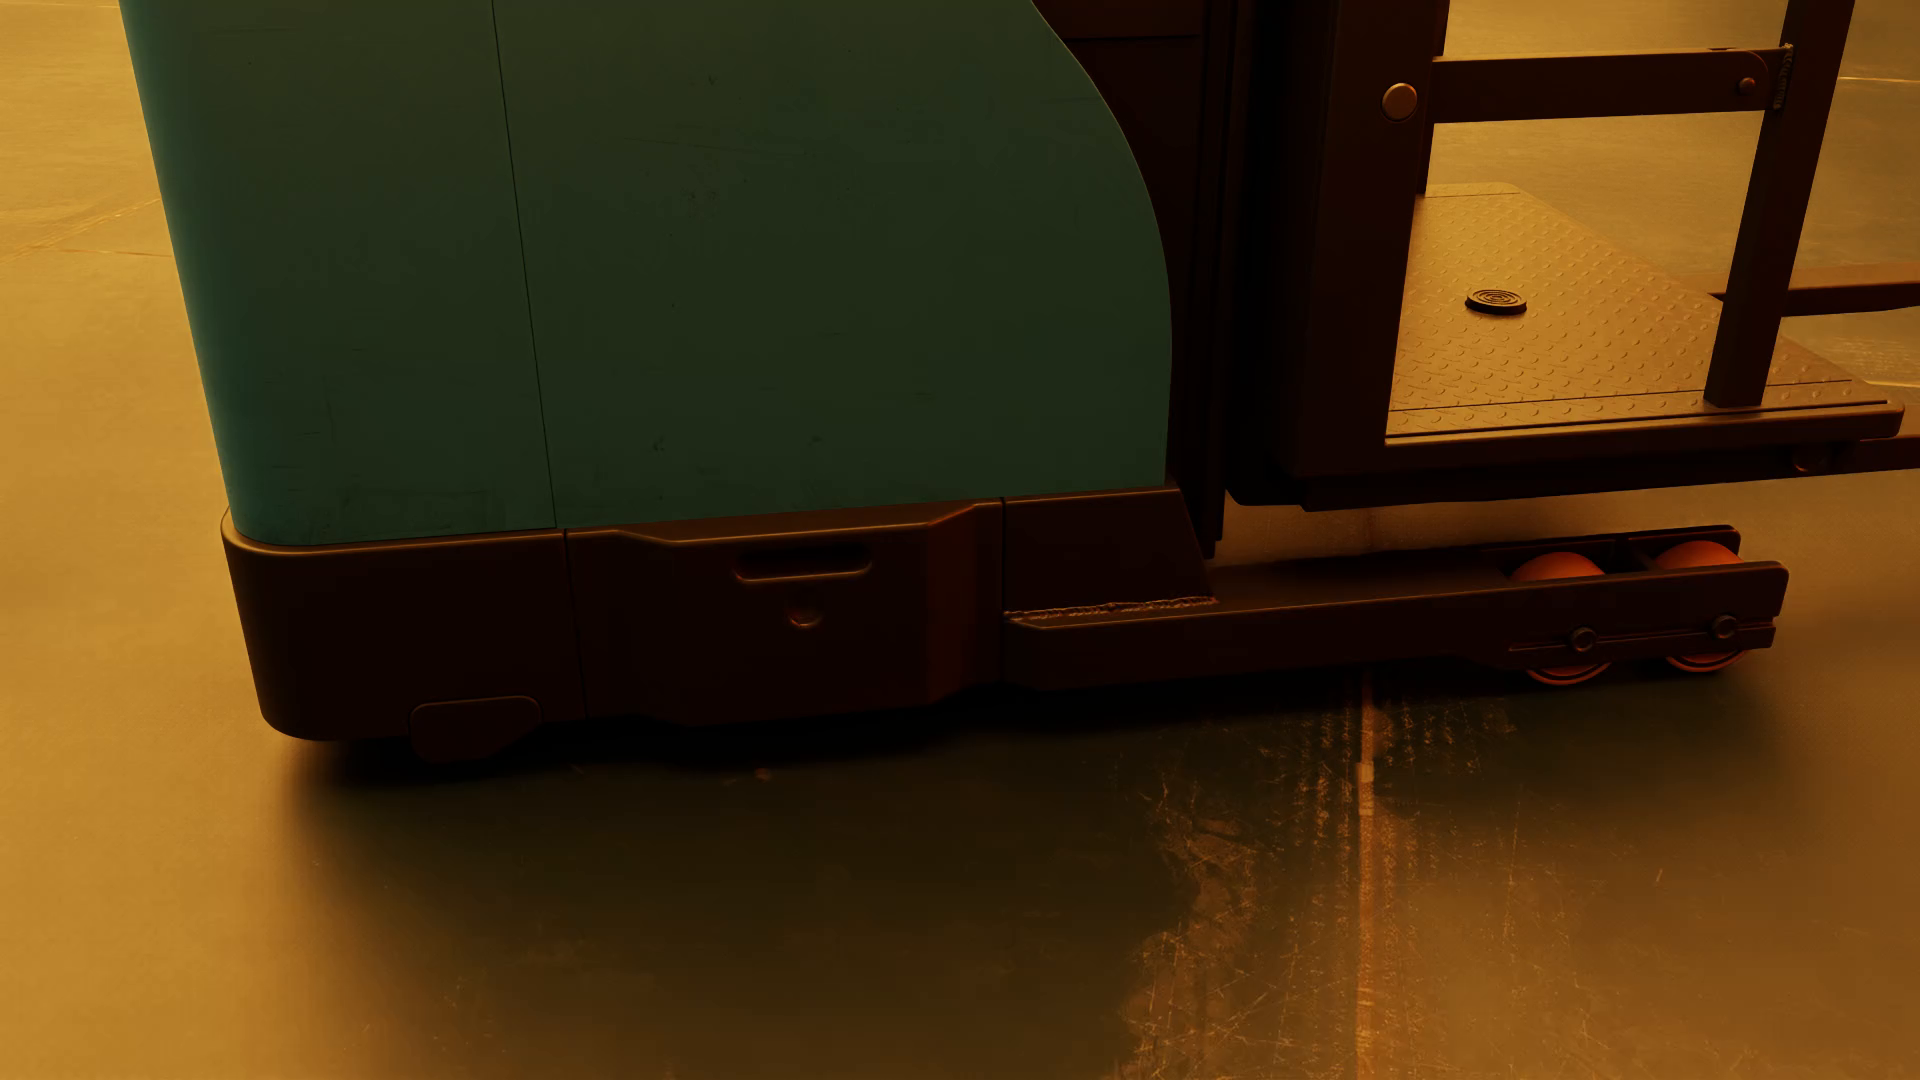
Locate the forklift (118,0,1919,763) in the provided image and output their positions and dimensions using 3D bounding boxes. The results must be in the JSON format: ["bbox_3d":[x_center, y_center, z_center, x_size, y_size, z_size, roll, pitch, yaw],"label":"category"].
[{"bbox_3d":[0.600,-1.354,1.930,3.031,2.935,1.130,-4,27,-9],"label":"forklift"}]
